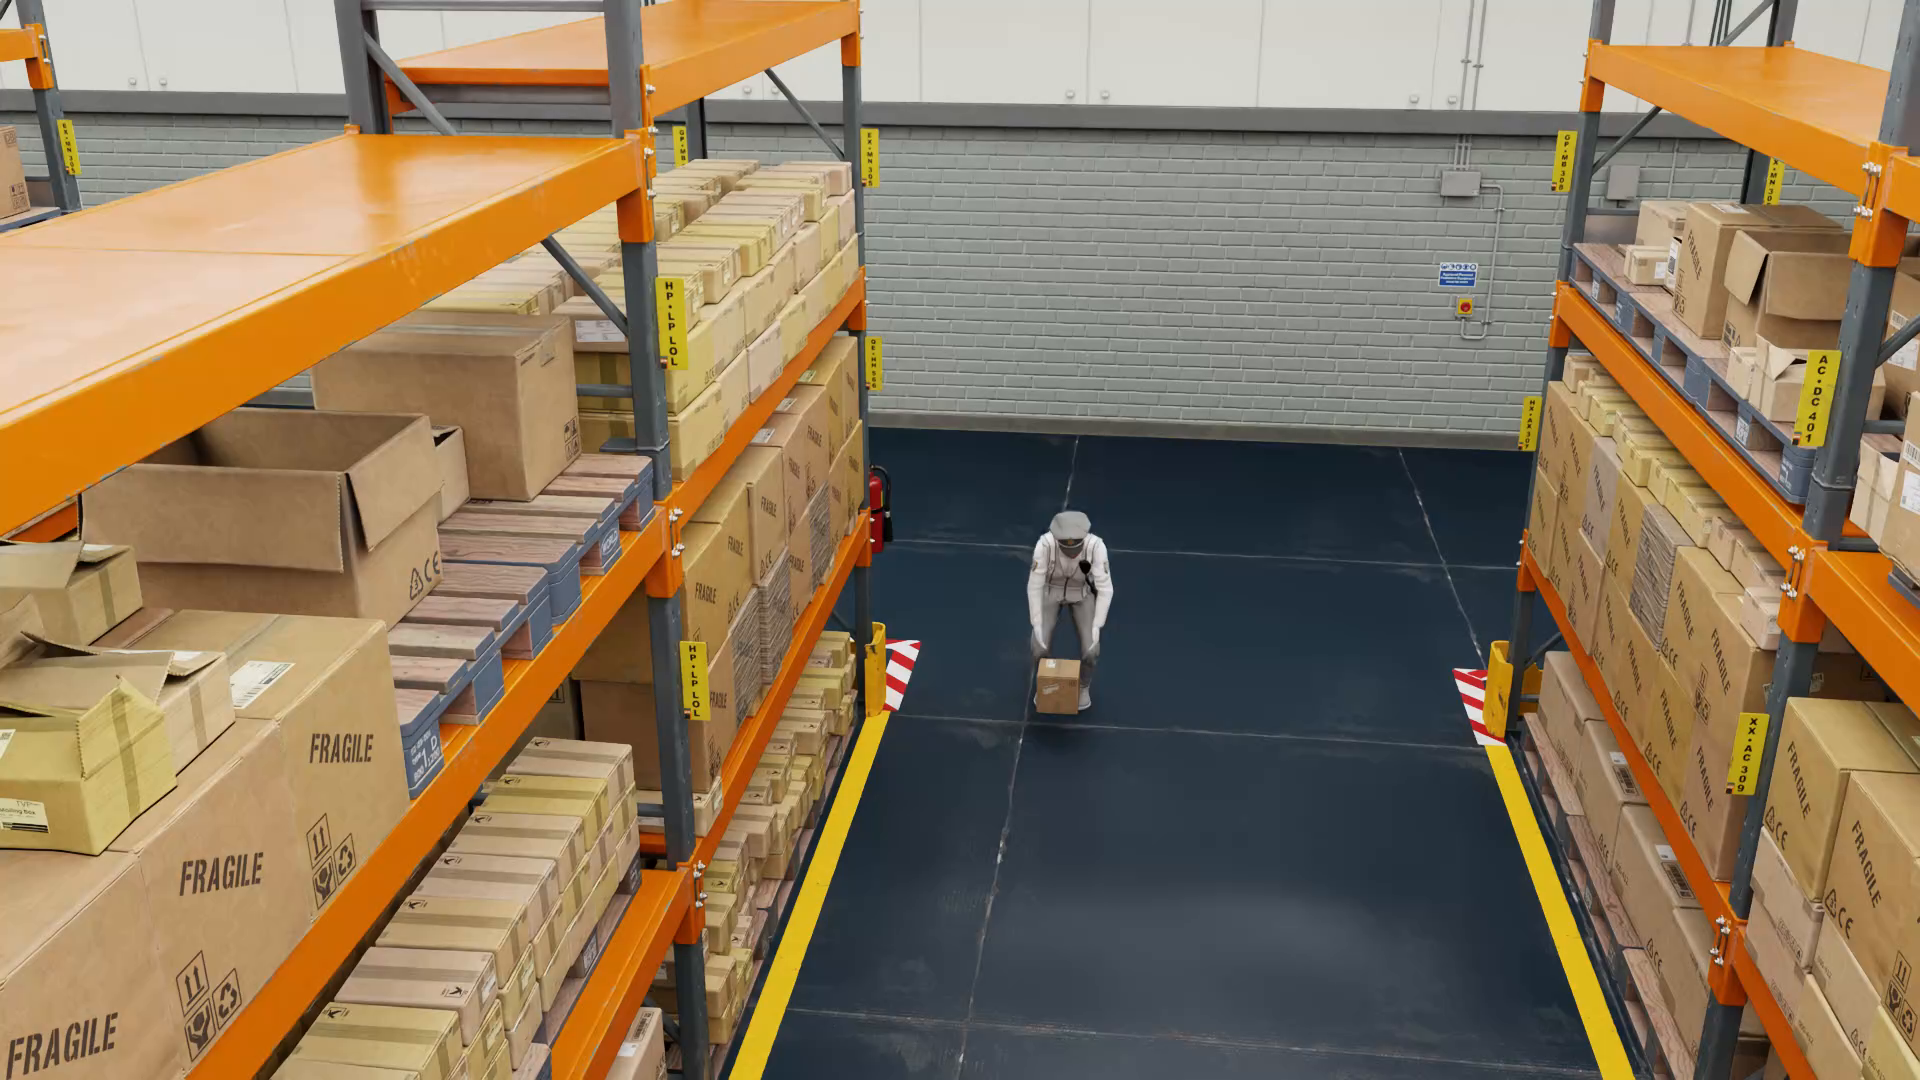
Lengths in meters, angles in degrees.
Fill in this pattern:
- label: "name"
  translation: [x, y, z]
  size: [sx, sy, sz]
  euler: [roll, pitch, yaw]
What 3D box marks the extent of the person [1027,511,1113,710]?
- label: "person"
  translation: [0.689, 0.419, 10.417]
  size: [0.535, 1.376, 0.708]
  euler: [3, 21, 7]
